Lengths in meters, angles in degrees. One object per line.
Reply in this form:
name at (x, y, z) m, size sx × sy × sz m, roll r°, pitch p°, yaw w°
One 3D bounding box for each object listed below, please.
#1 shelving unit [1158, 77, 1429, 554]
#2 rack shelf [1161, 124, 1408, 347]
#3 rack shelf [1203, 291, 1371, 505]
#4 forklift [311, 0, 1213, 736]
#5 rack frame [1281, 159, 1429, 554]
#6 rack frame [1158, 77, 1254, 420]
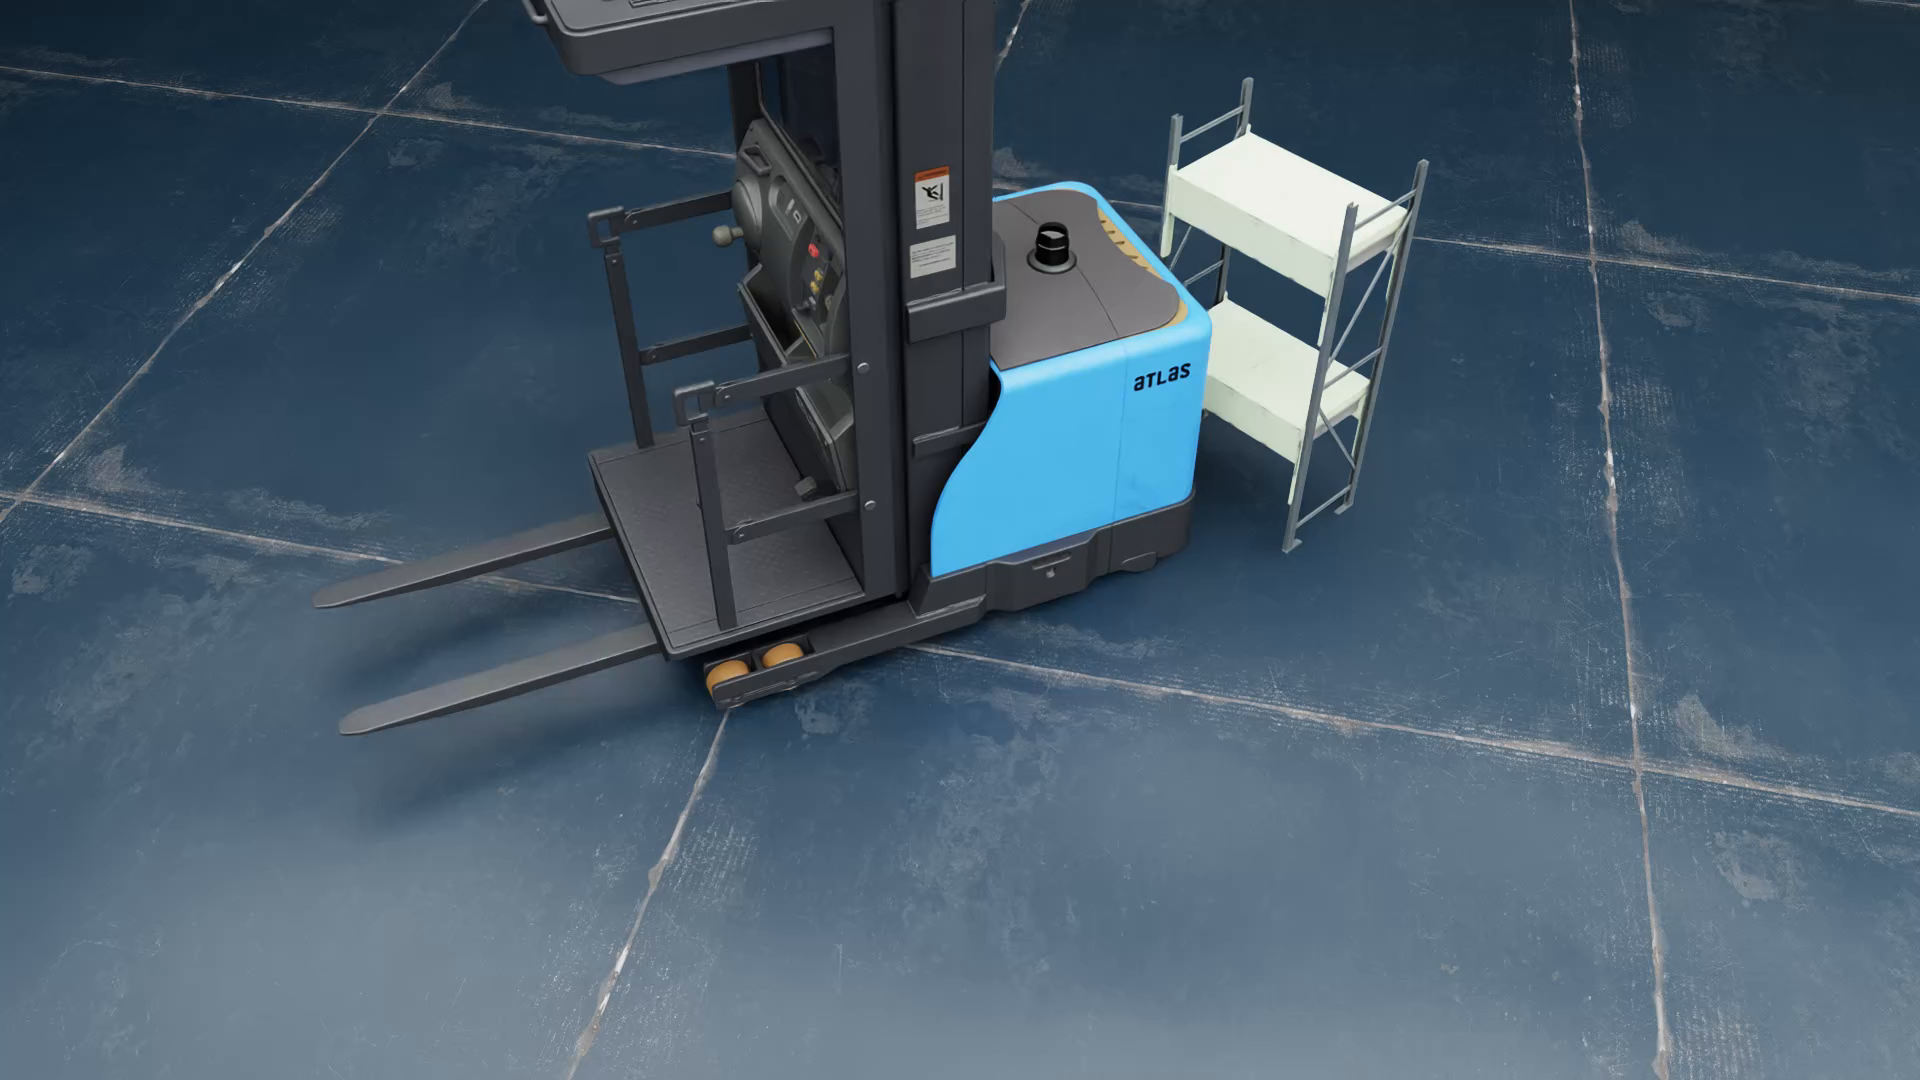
shelving unit at (1.108, -0.775, 5.973) m, size 0.431 × 1.500 × 0.755 m, roll -32°, pitch 53°, yaw -29°
rack shelf at (1.108, -1.056, 5.702) m, size 0.431 × 0.370 × 0.720 m, roll -32°, pitch 53°, yaw -29°
rack shelf at (1.107, -0.540, 6.199) m, size 0.431 × 0.370 × 0.720 m, roll -32°, pitch 53°, yaw -29°
forklift at (-0.713, -0.904, 5.076) m, size 3.031 × 2.935 × 1.130 m, roll -17°, pitch 46°, yaw -17°
rack frame at (1.355, -0.588, 5.779) m, size 0.400 × 1.500 × 0.023 m, roll -32°, pitch 53°, yaw -29°
rack frame at (0.860, -0.961, 6.167) m, size 0.400 × 1.500 × 0.023 m, roll -32°, pitch 53°, yaw -29°
